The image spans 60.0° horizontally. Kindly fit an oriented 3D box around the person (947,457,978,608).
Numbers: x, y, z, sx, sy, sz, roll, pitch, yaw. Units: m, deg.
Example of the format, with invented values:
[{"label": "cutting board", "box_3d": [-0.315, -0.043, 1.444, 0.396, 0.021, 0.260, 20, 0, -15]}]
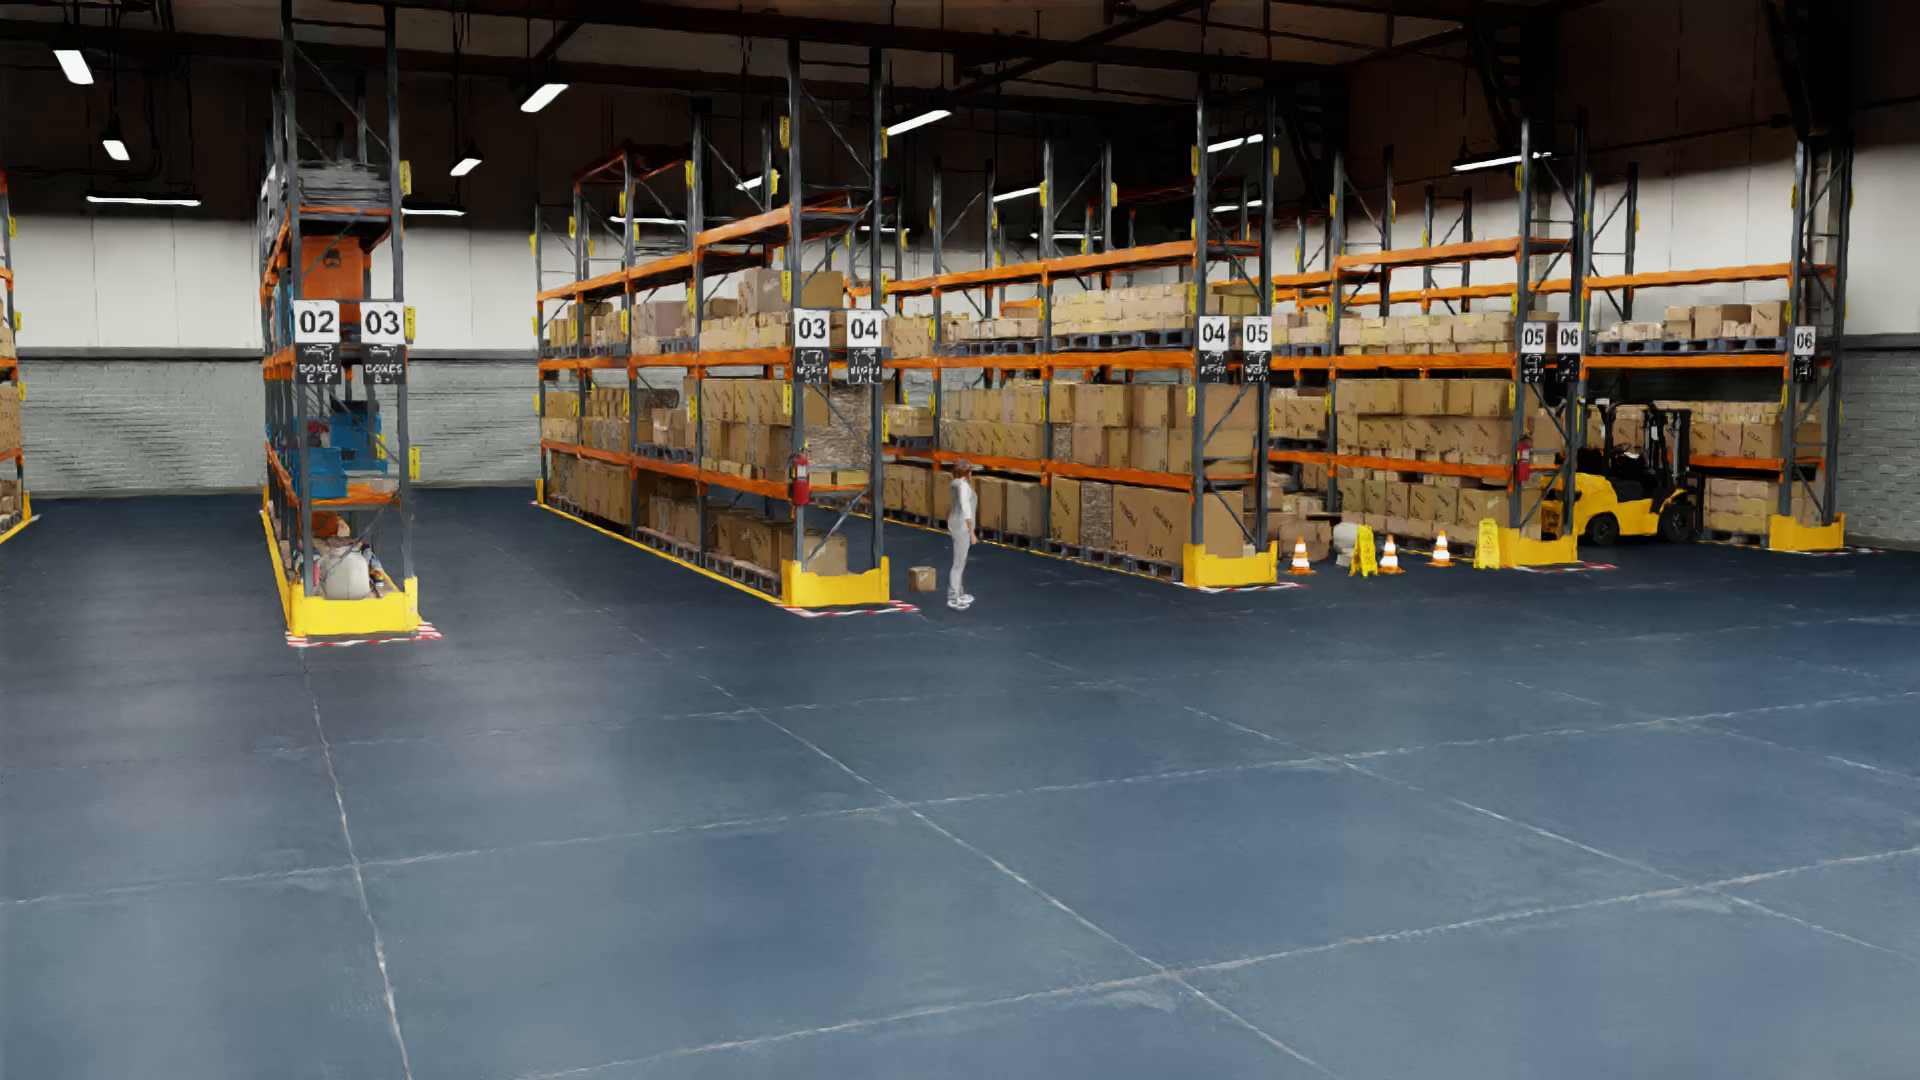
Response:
[{"label": "person", "box_3d": [0.023, -0.090, 17.865, 0.368, 1.598, 0.558, -1, 6, -13]}]
